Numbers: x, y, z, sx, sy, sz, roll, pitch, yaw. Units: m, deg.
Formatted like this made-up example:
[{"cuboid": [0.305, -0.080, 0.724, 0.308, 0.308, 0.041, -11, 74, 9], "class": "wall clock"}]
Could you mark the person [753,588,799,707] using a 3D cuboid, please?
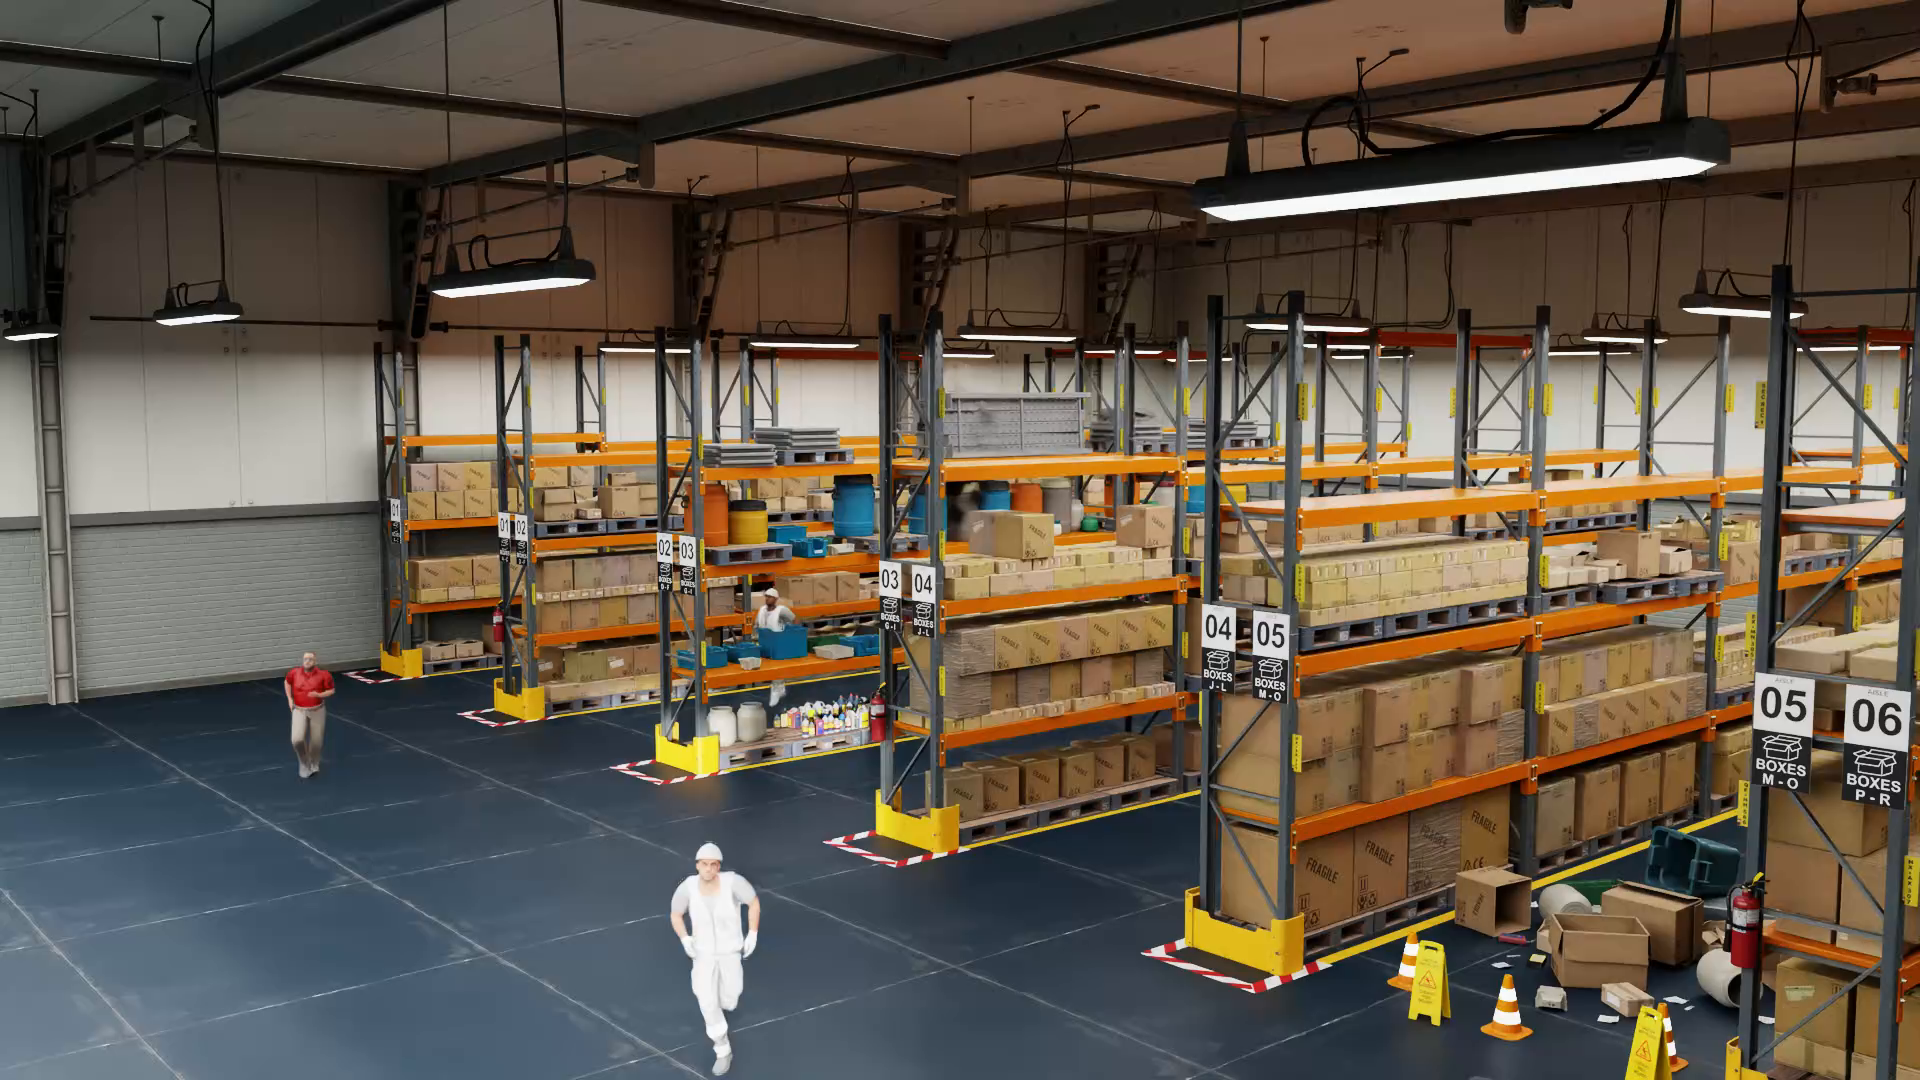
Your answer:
[{"cuboid": [-2.963, 1.683, 26.075, 0.649, 1.849, 0.713, 4, 6, 37], "class": "person"}]

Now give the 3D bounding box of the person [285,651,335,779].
[{"cuboid": [-8.615, 2.320, 22.033, 0.645, 1.727, 0.762, -1, 5, -14], "class": "person"}]

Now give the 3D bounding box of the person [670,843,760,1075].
[{"cuboid": [-1.886, 3.153, 12.843, 0.685, 1.750, 0.760, -1, 5, -7], "class": "person"}]
